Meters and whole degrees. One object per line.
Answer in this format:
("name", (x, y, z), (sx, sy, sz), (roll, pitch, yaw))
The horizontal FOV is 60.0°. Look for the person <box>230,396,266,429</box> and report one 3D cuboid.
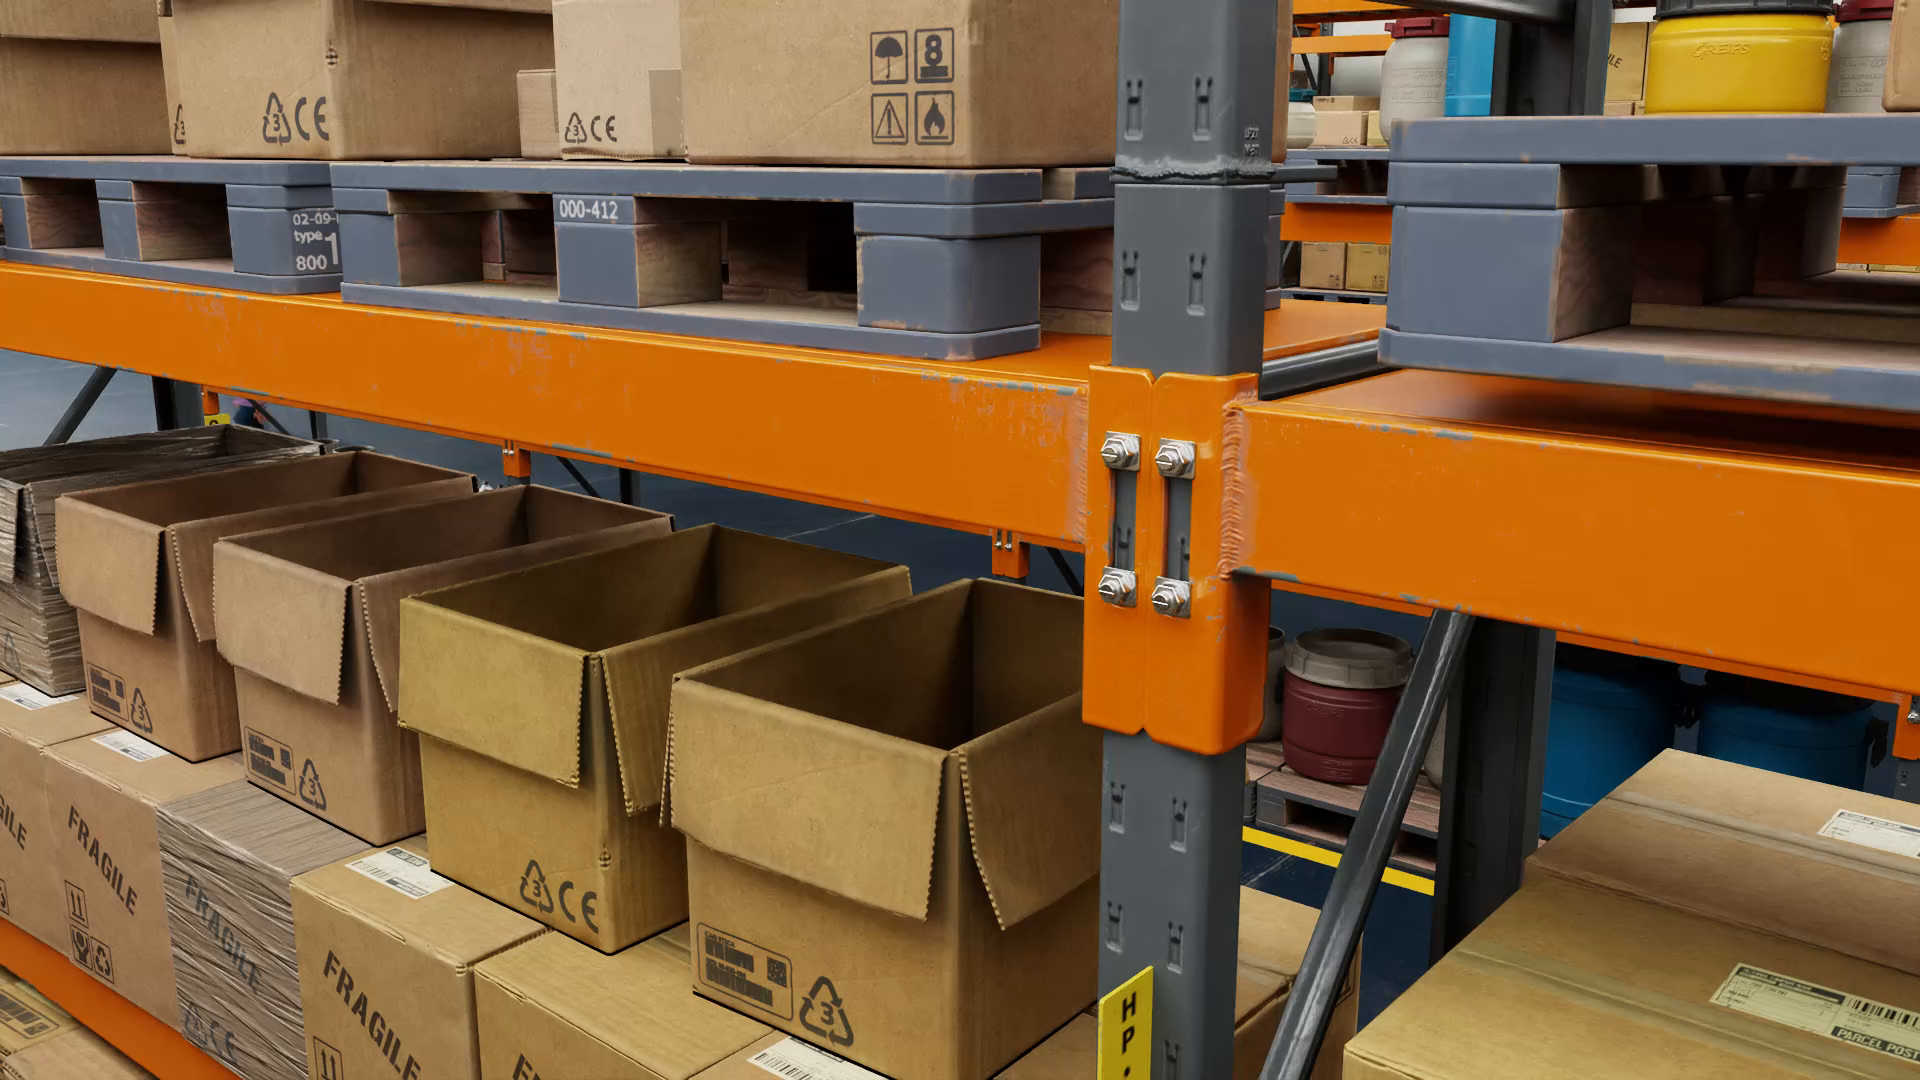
("person", (-6.282, -1.220, 14.780), (0.867, 1.547, 0.491), (-9, 16, -34))
